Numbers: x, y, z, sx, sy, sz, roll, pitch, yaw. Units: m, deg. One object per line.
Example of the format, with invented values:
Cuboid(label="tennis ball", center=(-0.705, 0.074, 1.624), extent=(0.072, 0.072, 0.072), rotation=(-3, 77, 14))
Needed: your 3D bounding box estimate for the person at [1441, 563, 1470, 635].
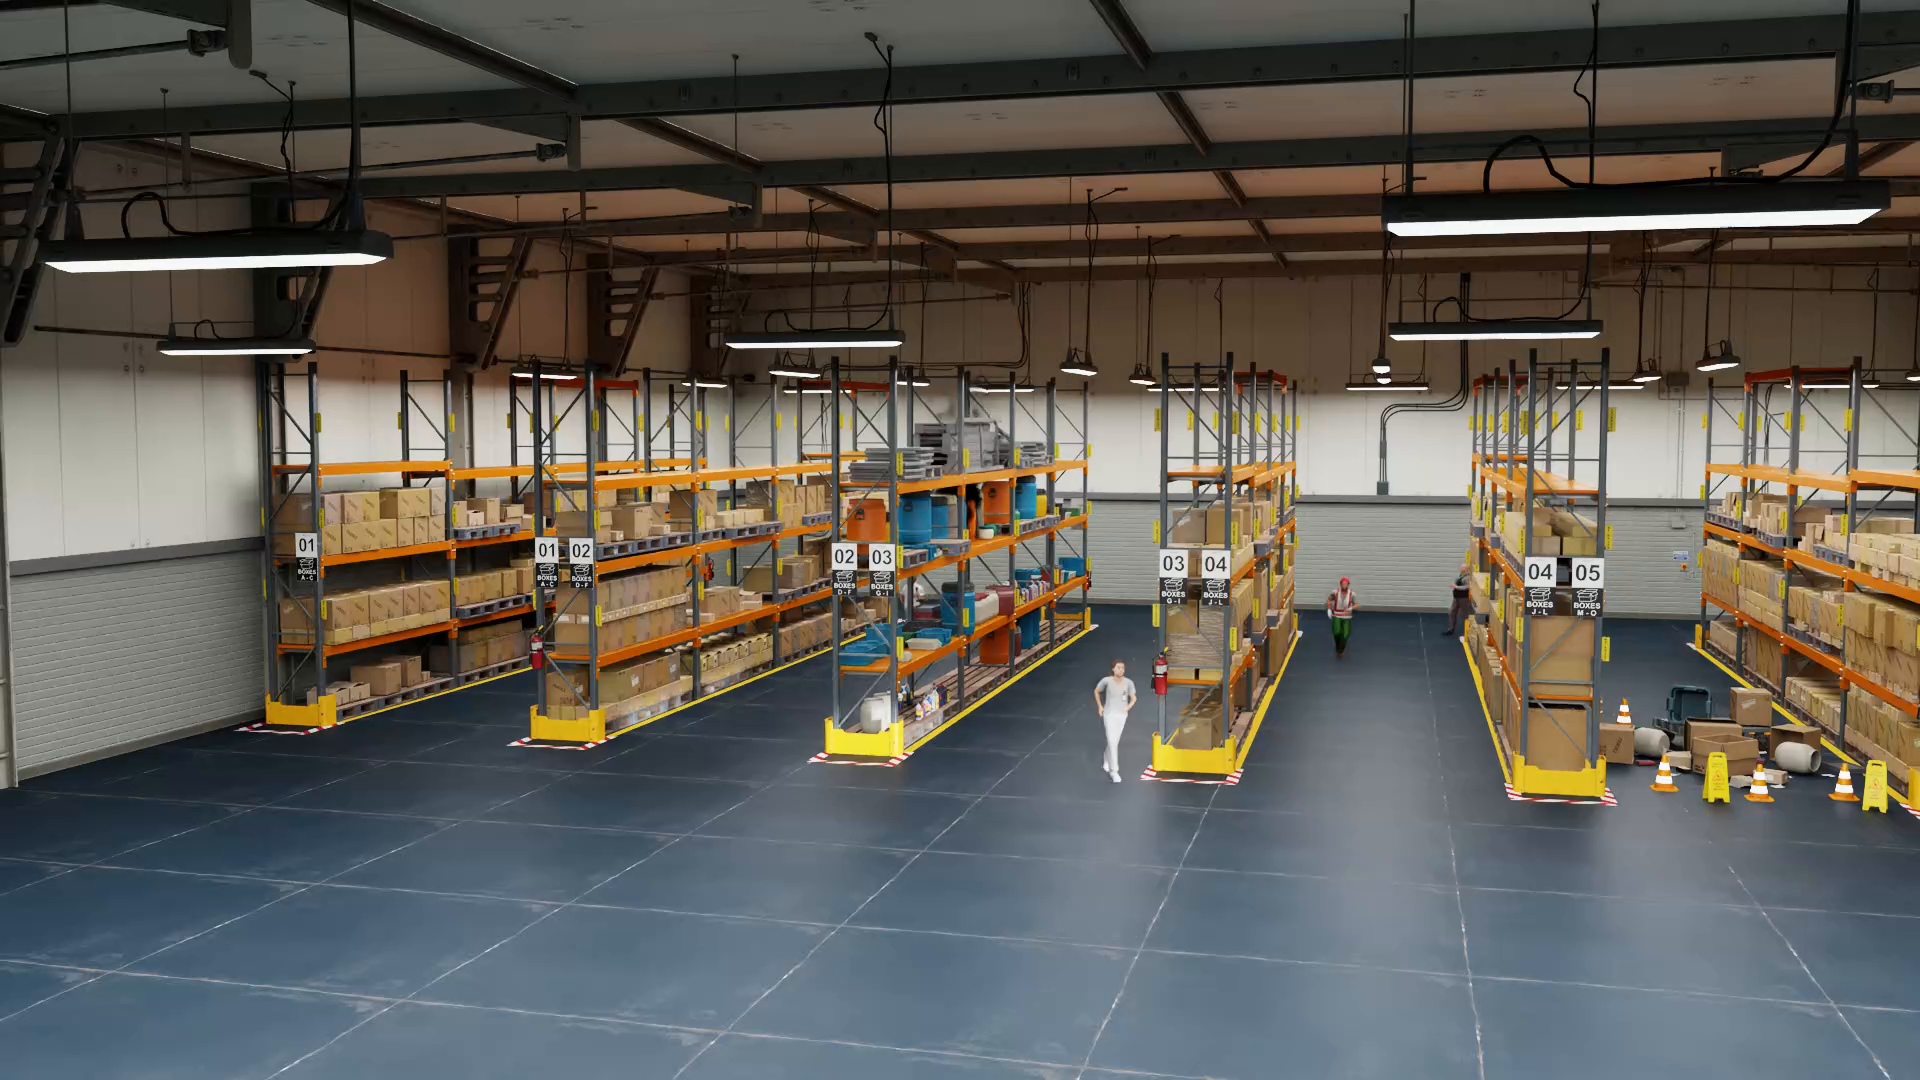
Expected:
Cuboid(label="person", center=(11.755, 1.394, 39.014), extent=(0.920, 1.695, 0.661), rotation=(-1, 4, -8))

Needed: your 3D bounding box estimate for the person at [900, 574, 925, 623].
Cuboid(label="person", center=(-1.070, 1.536, 37.231), extent=(0.586, 1.672, 0.866), rotation=(0, 4, 3))

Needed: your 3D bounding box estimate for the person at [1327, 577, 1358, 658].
Cuboid(label="person", center=(8.097, 1.652, 35.214), extent=(0.657, 1.731, 0.616), rotation=(1, 4, 13))

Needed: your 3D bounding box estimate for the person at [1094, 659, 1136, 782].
Cuboid(label="person", center=(2.209, 2.504, 23.461), extent=(0.562, 1.667, 0.891), rotation=(-1, 4, -10))
